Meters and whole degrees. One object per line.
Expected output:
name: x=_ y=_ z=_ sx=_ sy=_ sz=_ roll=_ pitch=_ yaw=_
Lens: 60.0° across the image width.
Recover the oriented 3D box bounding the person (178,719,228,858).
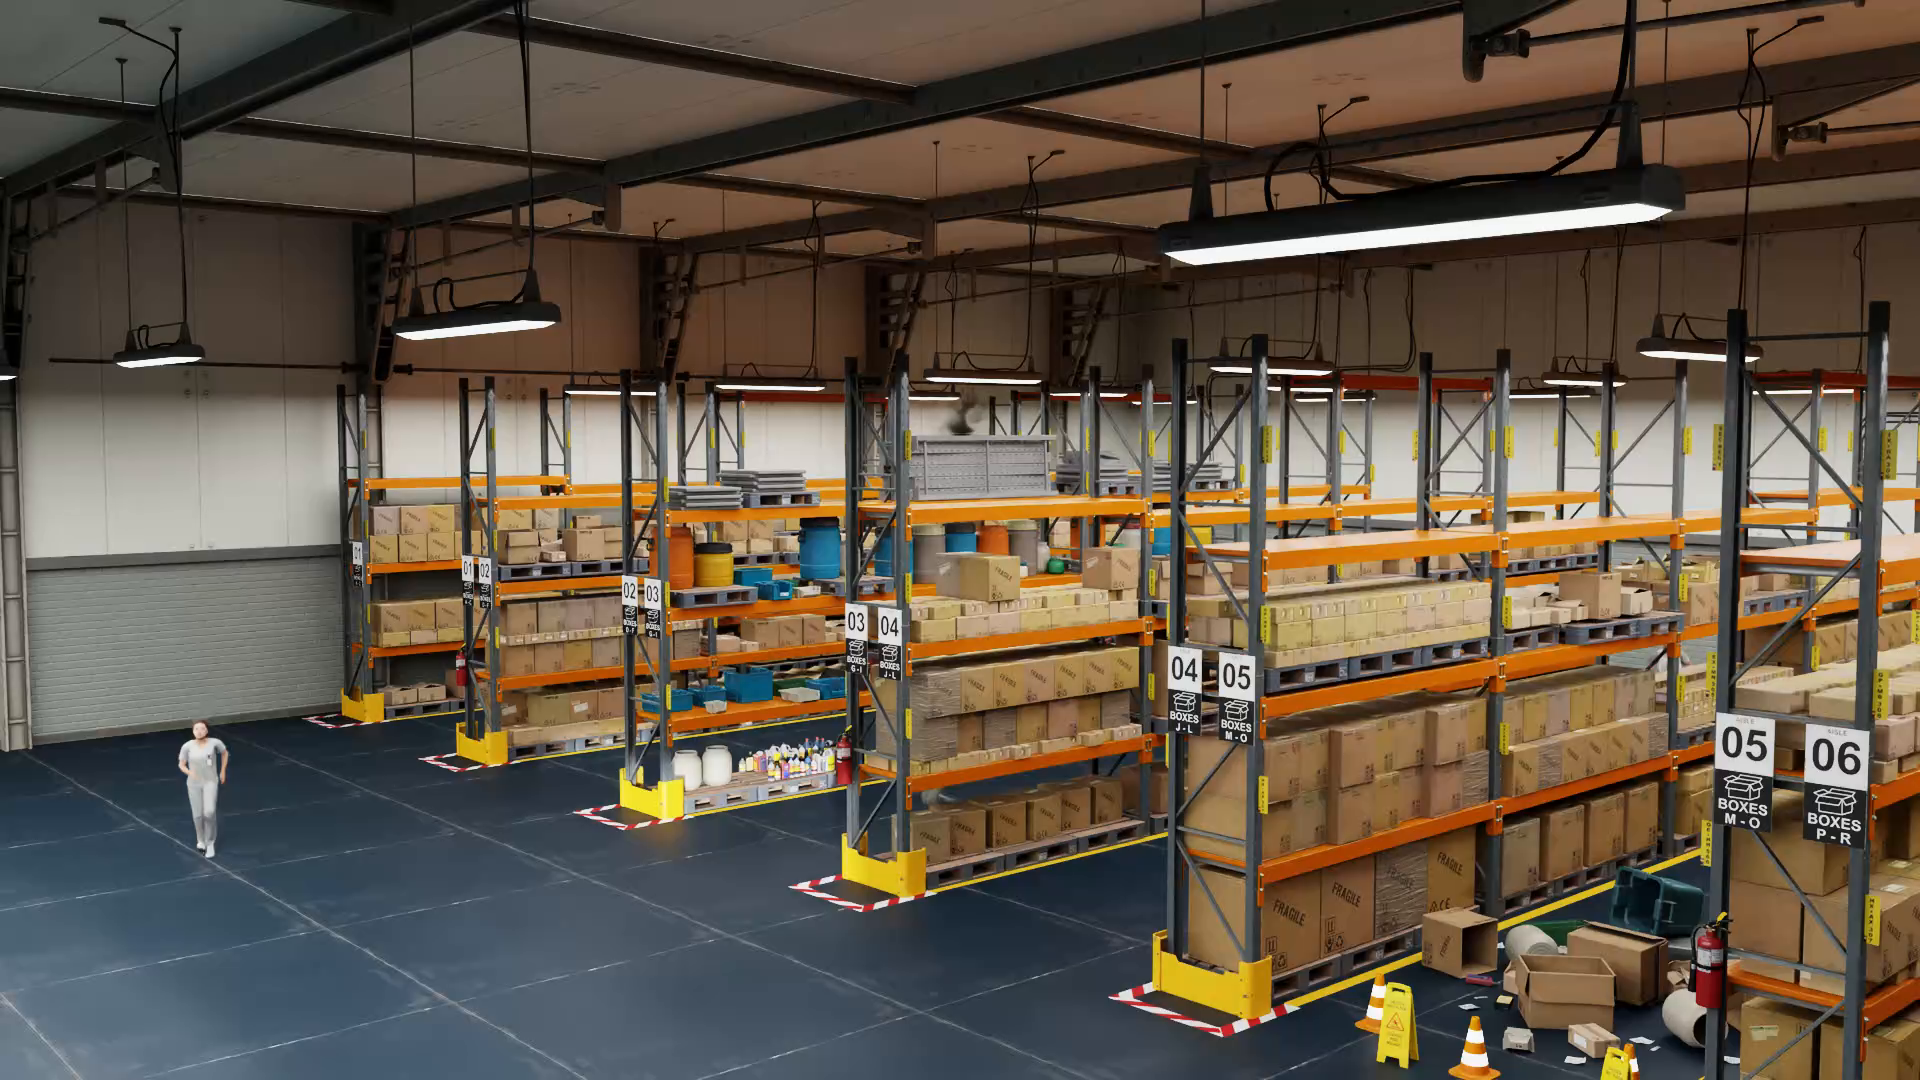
person: x=-9.220 y=3.017 z=20.272 sx=0.536 sy=1.697 sz=0.692 roll=-1 pitch=4 yaw=-18

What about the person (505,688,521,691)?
person: x=-7.650 y=2.436 z=28.254 sx=0.650 sy=1.808 sz=0.698 roll=-3 pitch=5 yaw=-41

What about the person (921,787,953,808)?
person: x=-0.260 y=2.944 z=21.323 sx=0.628 sy=1.662 sz=0.623 roll=3 pitch=5 yaw=42

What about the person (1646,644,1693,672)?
person: x=11.954 y=2.444 z=28.030 sx=0.720 sy=1.744 sz=0.815 roll=1 pitch=4 yaw=22
